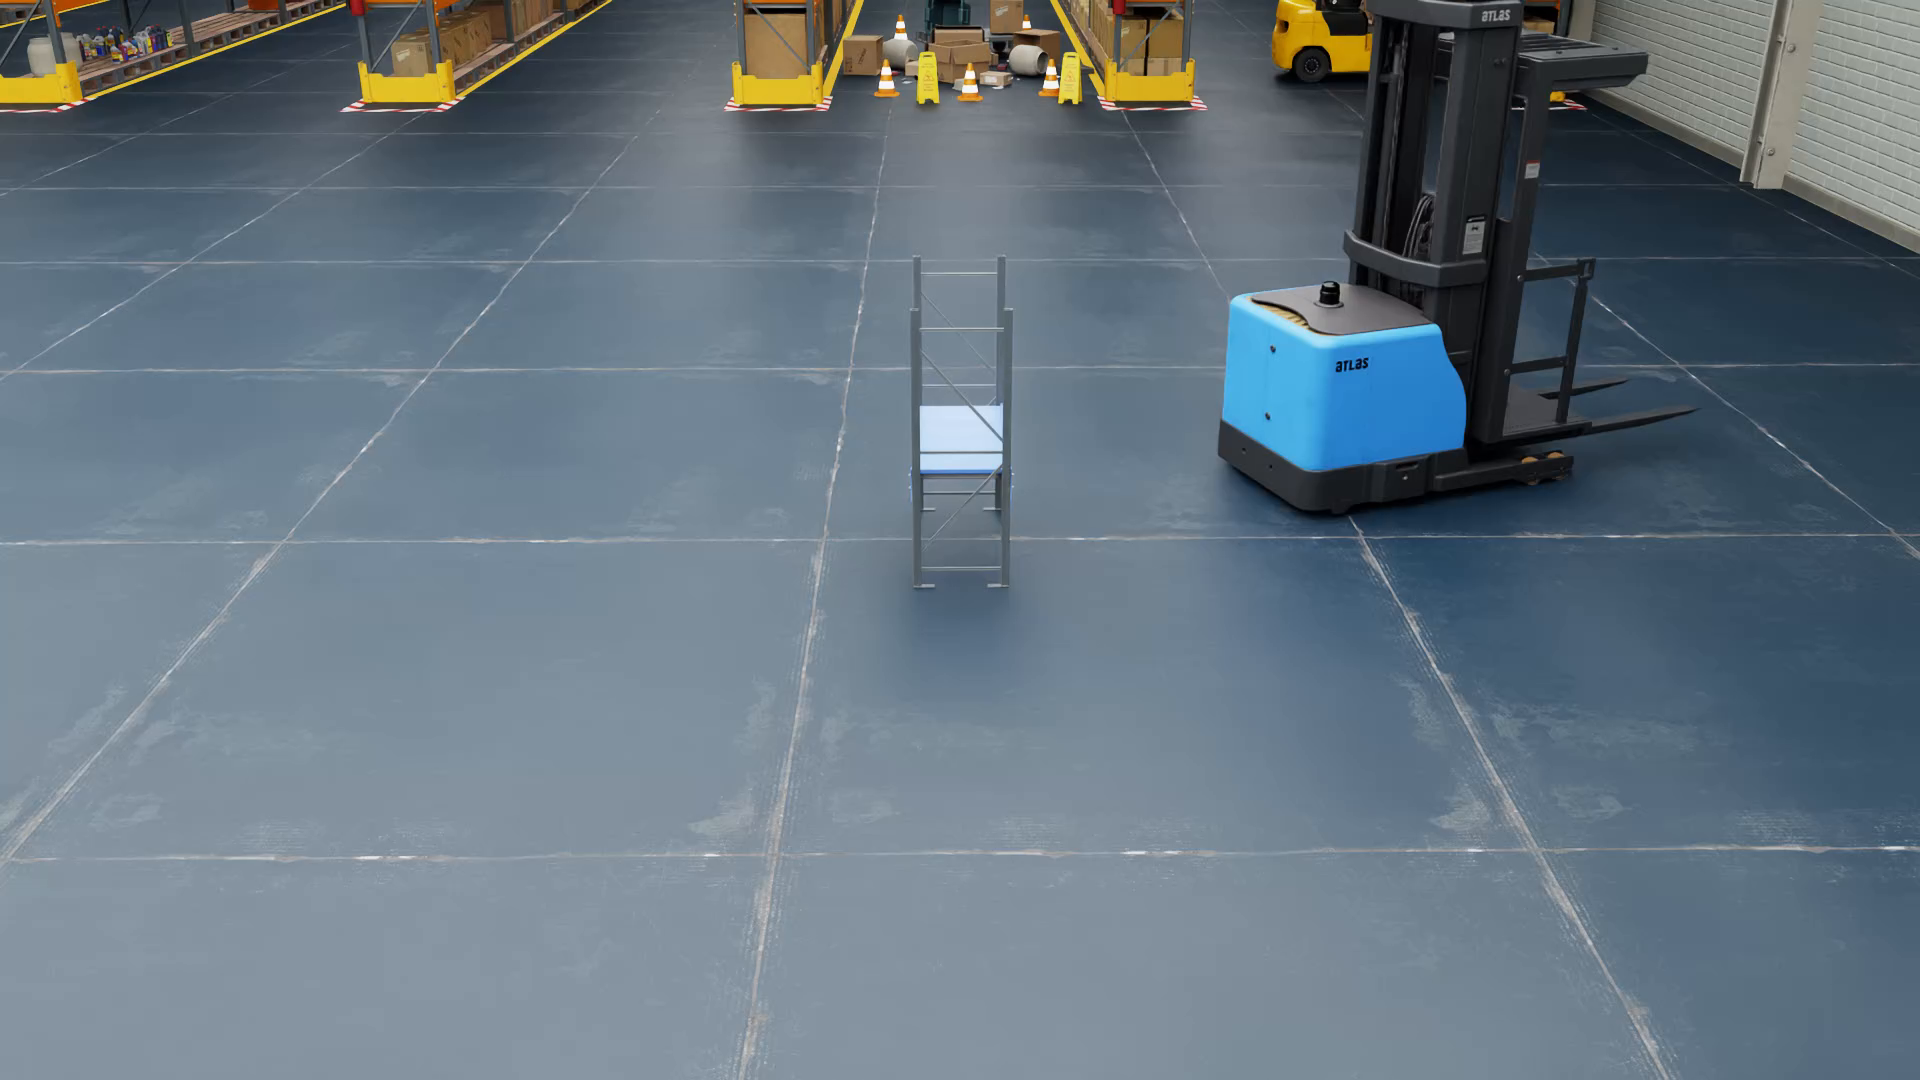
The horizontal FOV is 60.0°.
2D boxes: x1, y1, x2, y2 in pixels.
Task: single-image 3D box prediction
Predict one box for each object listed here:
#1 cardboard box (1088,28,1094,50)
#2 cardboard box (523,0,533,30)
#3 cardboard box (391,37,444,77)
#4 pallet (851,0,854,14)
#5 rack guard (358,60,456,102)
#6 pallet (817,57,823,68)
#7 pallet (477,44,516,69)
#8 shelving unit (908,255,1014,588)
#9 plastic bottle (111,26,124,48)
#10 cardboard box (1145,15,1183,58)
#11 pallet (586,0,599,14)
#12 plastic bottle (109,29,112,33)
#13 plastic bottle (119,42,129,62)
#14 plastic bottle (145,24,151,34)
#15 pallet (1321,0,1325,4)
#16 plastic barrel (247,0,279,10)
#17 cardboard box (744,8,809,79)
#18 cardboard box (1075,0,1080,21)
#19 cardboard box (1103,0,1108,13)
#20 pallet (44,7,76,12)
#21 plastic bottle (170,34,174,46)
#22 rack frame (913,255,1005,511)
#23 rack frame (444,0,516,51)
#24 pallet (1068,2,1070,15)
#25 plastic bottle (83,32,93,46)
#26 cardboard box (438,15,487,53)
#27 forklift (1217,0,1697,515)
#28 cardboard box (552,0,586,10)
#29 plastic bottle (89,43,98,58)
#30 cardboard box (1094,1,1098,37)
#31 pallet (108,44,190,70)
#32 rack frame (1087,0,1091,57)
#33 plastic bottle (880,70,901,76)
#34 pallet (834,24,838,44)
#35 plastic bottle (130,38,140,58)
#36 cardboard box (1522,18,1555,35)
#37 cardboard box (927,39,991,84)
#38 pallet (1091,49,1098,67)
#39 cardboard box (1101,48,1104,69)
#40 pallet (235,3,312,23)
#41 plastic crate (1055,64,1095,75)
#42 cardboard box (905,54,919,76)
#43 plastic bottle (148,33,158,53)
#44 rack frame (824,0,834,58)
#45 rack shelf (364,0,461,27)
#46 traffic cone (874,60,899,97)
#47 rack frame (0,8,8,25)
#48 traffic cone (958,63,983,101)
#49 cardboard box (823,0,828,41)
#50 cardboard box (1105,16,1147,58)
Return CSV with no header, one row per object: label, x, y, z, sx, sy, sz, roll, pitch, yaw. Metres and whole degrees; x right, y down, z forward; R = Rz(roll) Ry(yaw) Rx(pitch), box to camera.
cardboard box,2.230,-7.619,25.283,0.500,0.250,0.500,-1,24,-3
cardboard box,-7.394,-8.622,27.173,0.700,0.500,0.500,-2,24,-5
cardboard box,-7.362,-6.542,22.598,0.500,0.500,0.500,4,25,9
pallet,-2.516,-10.062,31.241,1.003,0.211,1.213,0,24,-1
rack guard,-7.373,-6.124,22.184,1.175,0.500,0.348,0,24,-1
pallet,-2.508,-6.773,23.968,1.003,0.211,1.213,0,24,-1
pallet,-7.373,-7.333,25.207,1.003,0.211,1.213,0,24,-1
shelving unit,0.001,-0.648,8.863,0.538,1.500,1.048,0,24,-1
plastic bottle,-12.630,-7.518,24.912,0.144,0.351,0.185,0,24,-1
cardboard box,2.804,-6.900,22.783,0.500,0.500,0.500,-1,24,-2
pallet,-7.403,-10.084,31.291,1.003,0.211,1.213,0,24,-1
plastic bottle,-12.772,-7.551,25.077,0.152,0.276,0.135,1,24,1
plastic bottle,-12.017,-7.014,23.881,0.061,0.283,0.133,0,24,0
plastic bottle,-12.217,-7.587,25.065,0.144,0.351,0.185,0,24,-1
pallet,7.433,-10.135,31.404,1.003,0.211,1.213,0,24,-1
plastic barrel,-12.434,-9.910,29.646,0.600,0.830,0.708,0,24,-1
cardboard box,-2.484,-6.715,22.526,0.875,0.875,0.875,0,24,0
cardboard box,2.463,-9.030,28.255,0.950,0.372,0.625,-1,24,-2
cardboard box,2.197,-7.436,23.181,0.380,0.149,0.250,0,24,0
pallet,-17.346,-10.024,31.158,1.003,0.211,1.213,0,24,-1
plastic bottle,-12.053,-7.635,25.354,0.097,0.201,0.097,0,24,0
rack frame,-0.005,-0.858,9.326,0.500,1.500,0.032,0,24,-1
rack frame,-7.415,-8.880,25.244,1.000,3.000,0.127,0,24,-1
pallet,2.517,-9.628,30.281,1.003,0.211,1.213,0,24,-1
plastic bottle,-12.768,-7.264,24.351,0.144,0.351,0.185,0,24,-1
cardboard box,-7.437,-7.532,24.786,0.500,0.500,0.500,8,25,16
forklift,3.154,-1.856,9.797,3.031,2.935,1.130,-10,26,-20
cardboard box,-7.446,-10.036,29.869,1.225,0.875,0.875,-1,24,-3
plastic bottle,-12.645,-7.138,24.254,0.097,0.201,0.097,0,24,0
cardboard box,2.248,-7.740,24.641,0.500,0.500,0.500,1,24,2
pallet,-12.402,-7.310,25.157,1.003,0.211,1.213,0,24,-1
rack frame,2.494,-8.925,25.343,1.000,3.000,0.127,0,24,-1
plastic bottle,-1.012,-6.786,24.181,0.283,0.061,0.133,-9,26,-19
pallet,-2.555,-8.412,27.593,1.003,0.211,1.213,0,24,-1
plastic bottle,-12.040,-7.181,24.265,0.097,0.271,0.097,0,24,0
cardboard box,7.685,-6.893,22.465,0.500,0.250,0.500,-1,24,-1
cardboard box,-0.013,-6.851,23.788,0.797,0.503,0.637,-19,31,-36
pallet,2.537,-7.378,25.306,1.003,0.211,1.213,0,24,-1
cardboard box,2.262,-6.760,23.384,0.500,0.250,0.500,0,24,0
pallet,-12.462,-9.560,30.132,1.003,0.211,1.213,0,24,-1
plastic crate,1.691,-6.944,24.506,0.402,0.080,0.583,-9,26,-19
cardboard box,-0.594,-6.915,24.217,0.396,0.266,0.258,4,25,9
plastic bottle,-12.027,-7.411,24.757,0.061,0.283,0.133,1,24,3
rack frame,-2.455,-8.861,25.202,1.000,3.000,0.127,0,24,-1
rack shelf,-7.394,-7.728,23.570,1.077,0.370,4.000,0,24,-1
traffic cone,-0.997,-6.282,22.578,0.336,0.463,0.334,0,24,-1
rack frame,-17.365,-10.485,28.794,1.000,3.000,0.127,0,24,-1
traffic cone,0.137,-6.147,22.279,0.336,0.463,0.334,0,24,-1
cardboard box,-2.551,-8.282,26.143,1.050,0.750,0.750,0,24,-1
cardboard box,2.268,-6.886,22.751,0.500,0.500,0.500,0,24,0
